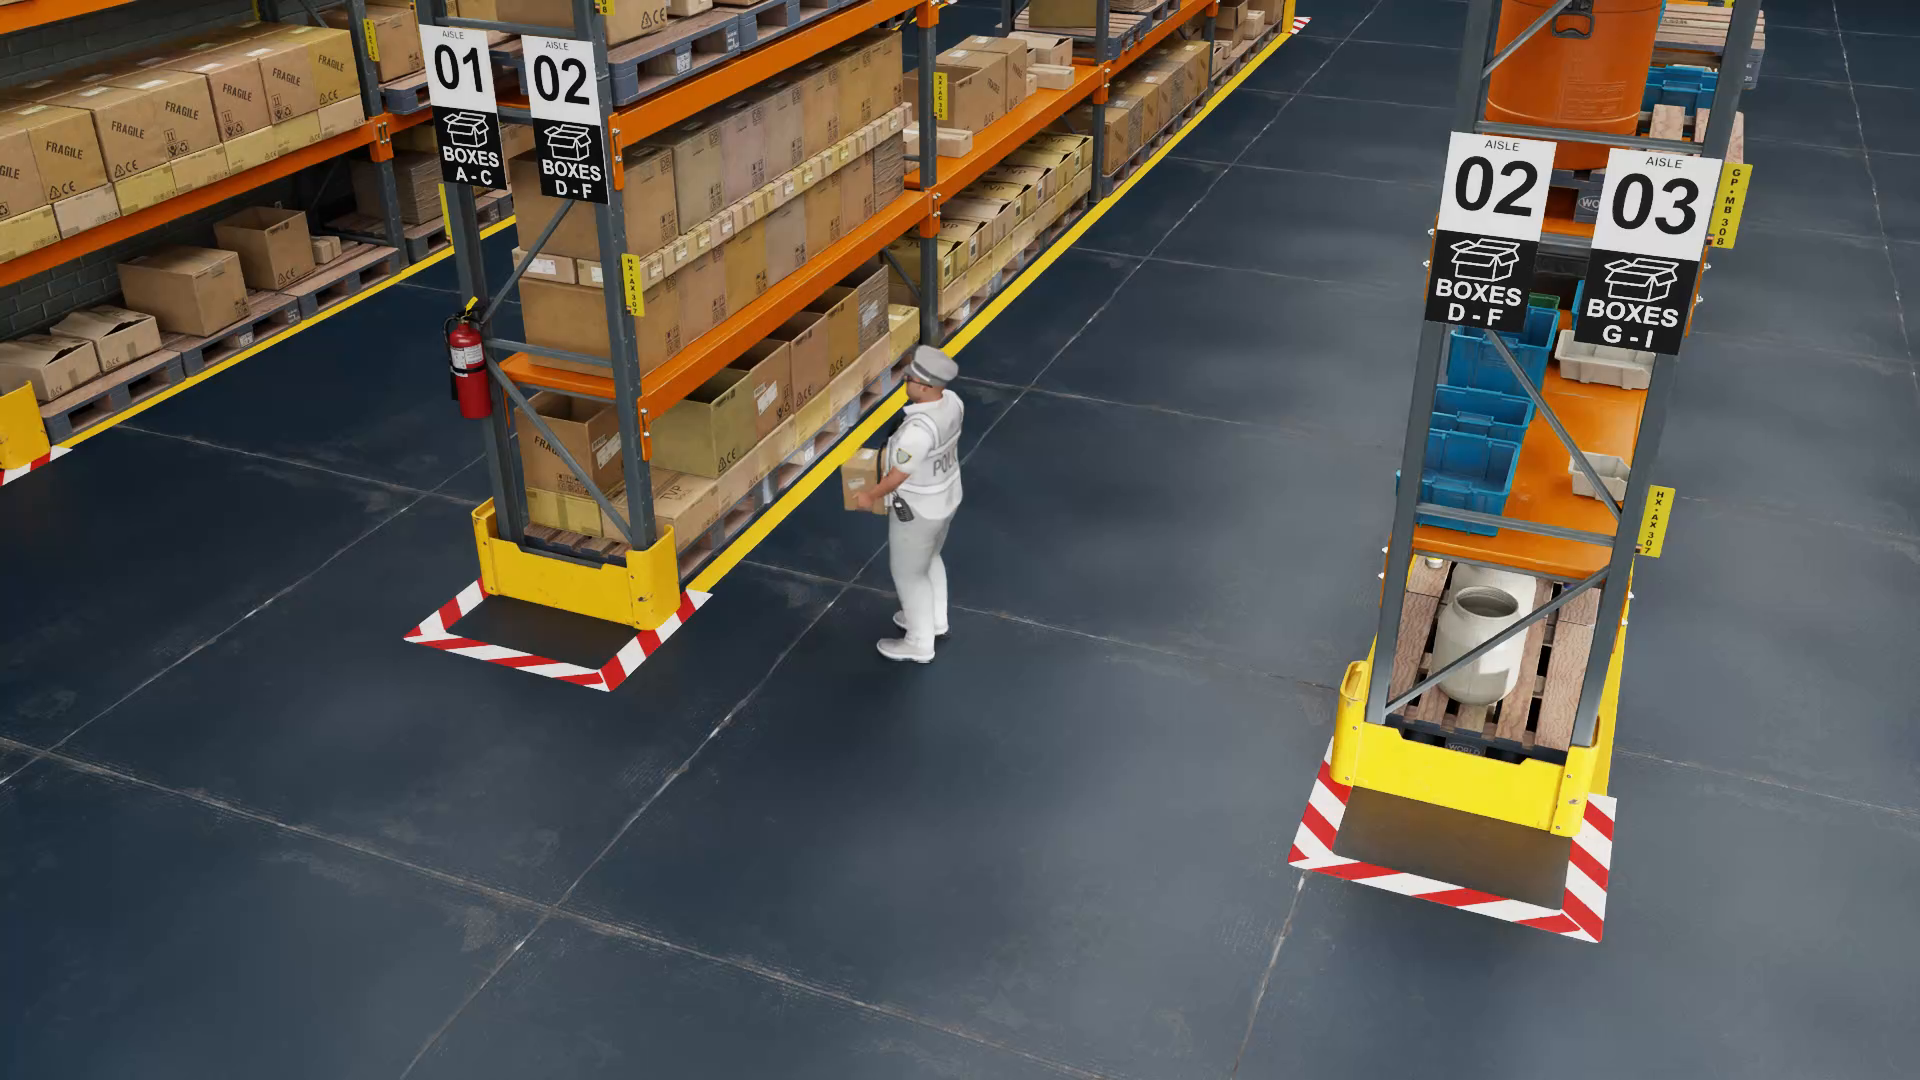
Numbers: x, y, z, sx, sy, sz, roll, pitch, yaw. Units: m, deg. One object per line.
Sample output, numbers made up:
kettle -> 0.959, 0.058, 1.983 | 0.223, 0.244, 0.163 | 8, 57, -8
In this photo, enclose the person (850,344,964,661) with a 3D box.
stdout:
person -> -0.273, -0.205, 8.720 | 0.552, 1.782, 0.513 | 11, 31, 19
